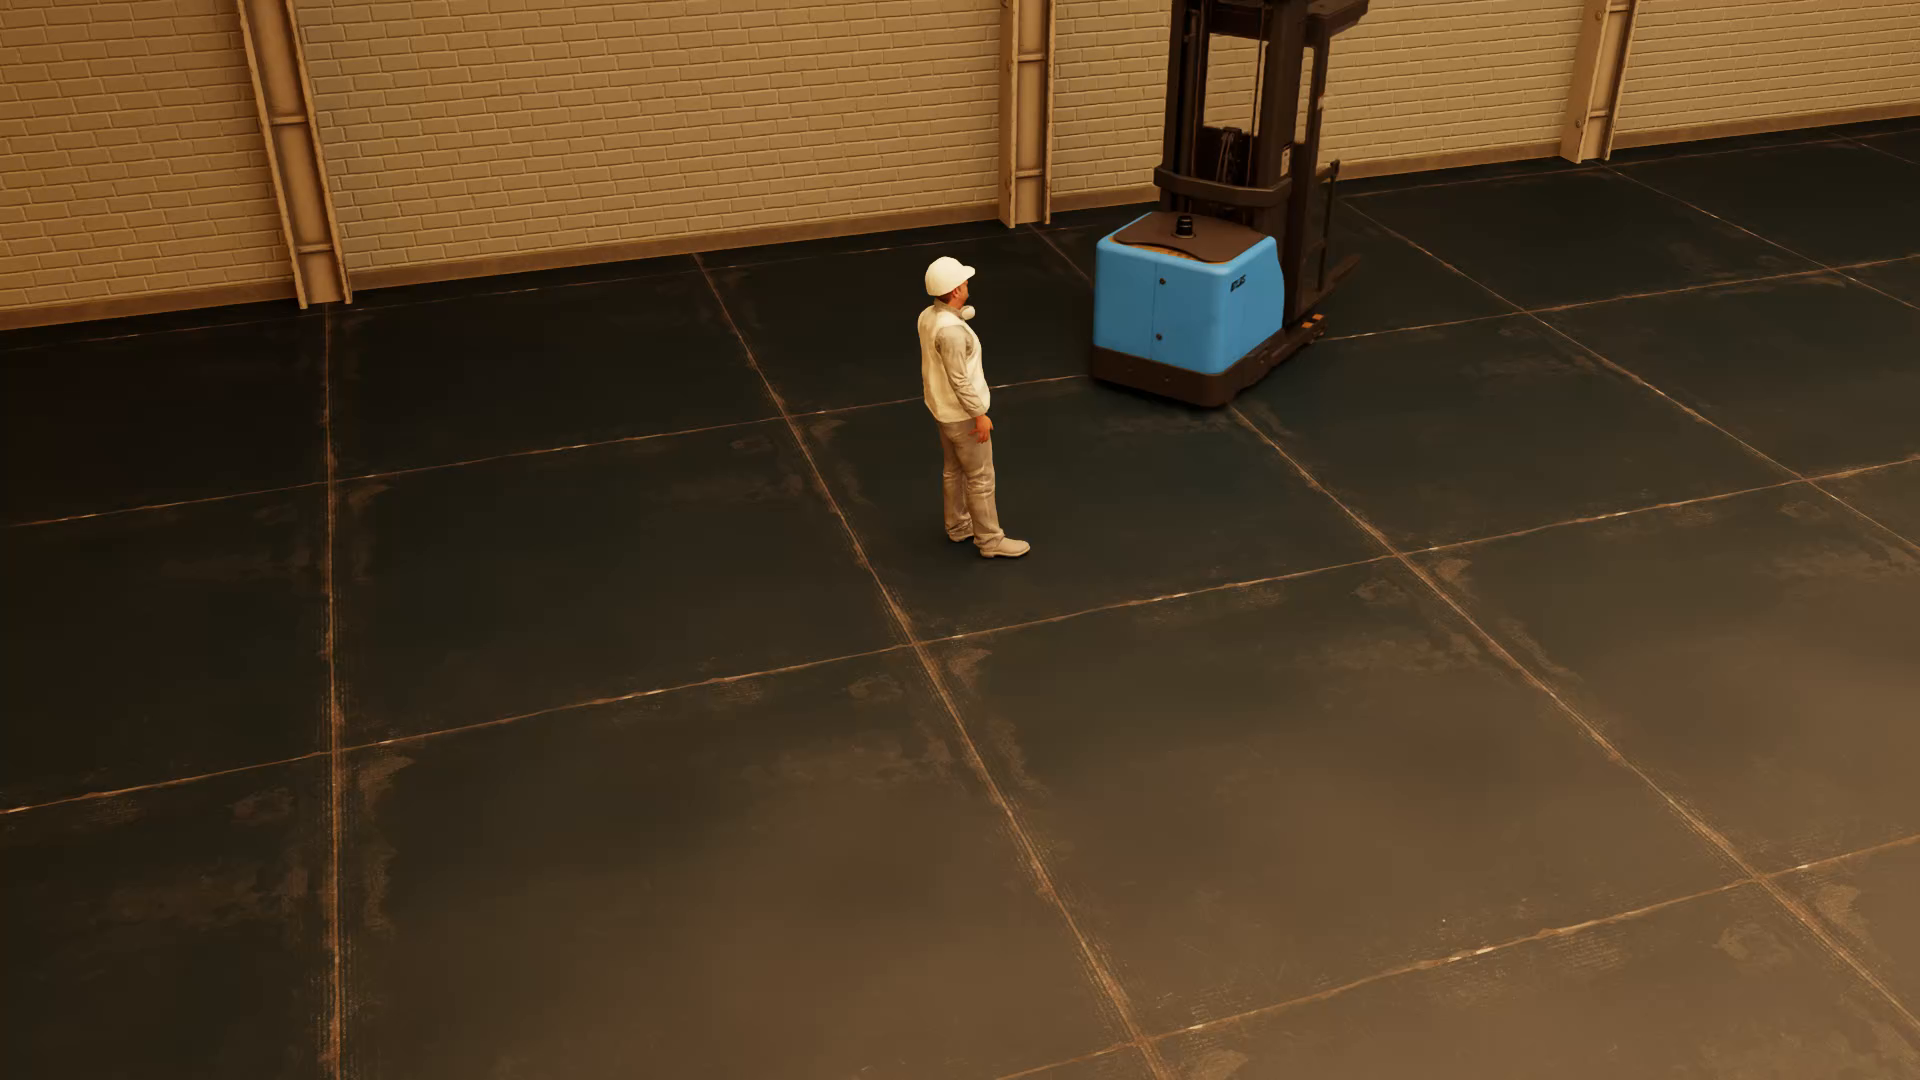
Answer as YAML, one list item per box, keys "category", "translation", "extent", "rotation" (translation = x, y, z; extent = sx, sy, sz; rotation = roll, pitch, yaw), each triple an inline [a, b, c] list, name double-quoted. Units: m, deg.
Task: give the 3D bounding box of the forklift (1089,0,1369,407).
- category: "forklift"
  translation: [2.171, -2.875, 12.085]
  extent: [1.130, 2.935, 3.031]
  rotation: [19, 35, 29]

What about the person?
- category: "person"
  translation: [0.062, -0.782, 9.591]
  extent: [0.566, 1.775, 0.634]
  rotation: [-10, 31, -16]
